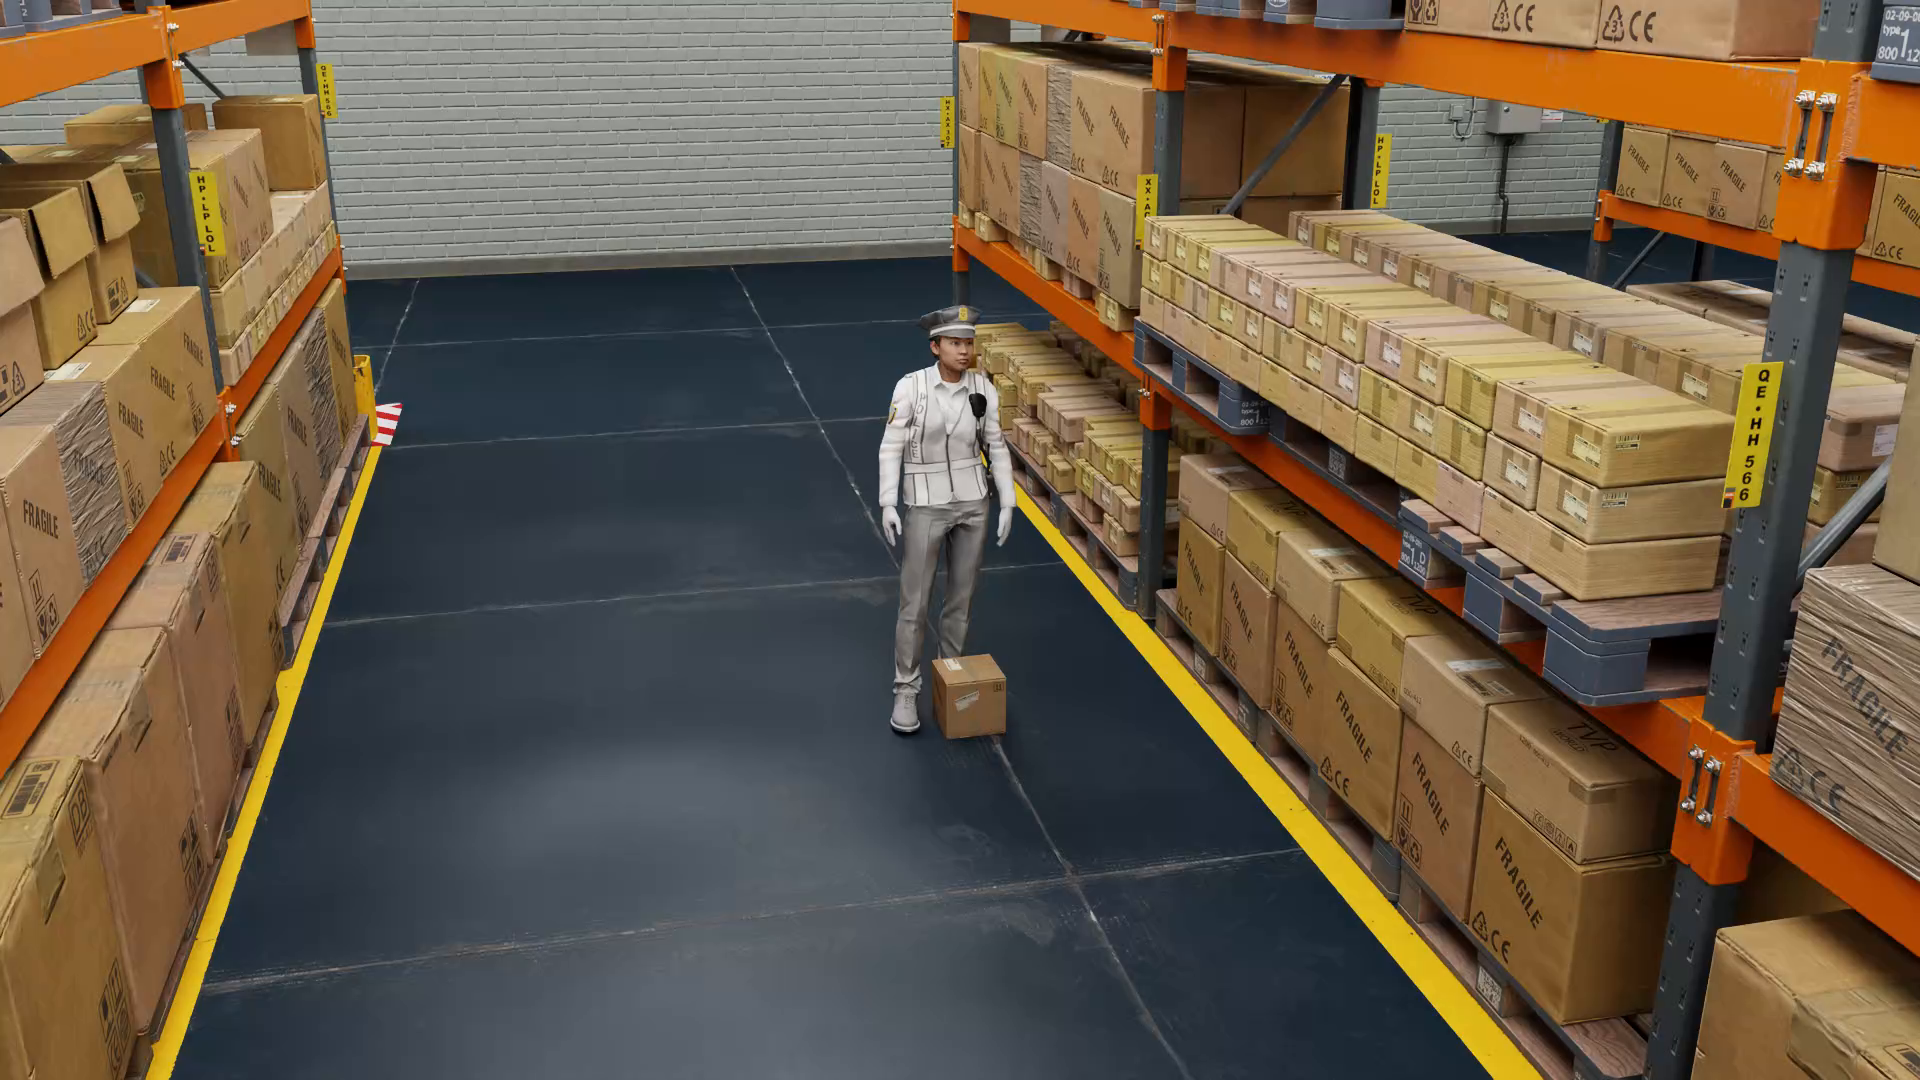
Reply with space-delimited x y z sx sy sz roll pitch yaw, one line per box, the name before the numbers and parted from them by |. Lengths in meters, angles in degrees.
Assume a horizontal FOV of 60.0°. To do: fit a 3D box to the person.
person | -0.041 -0.108 6.795 0.586 1.694 0.531 -5 20 -13
